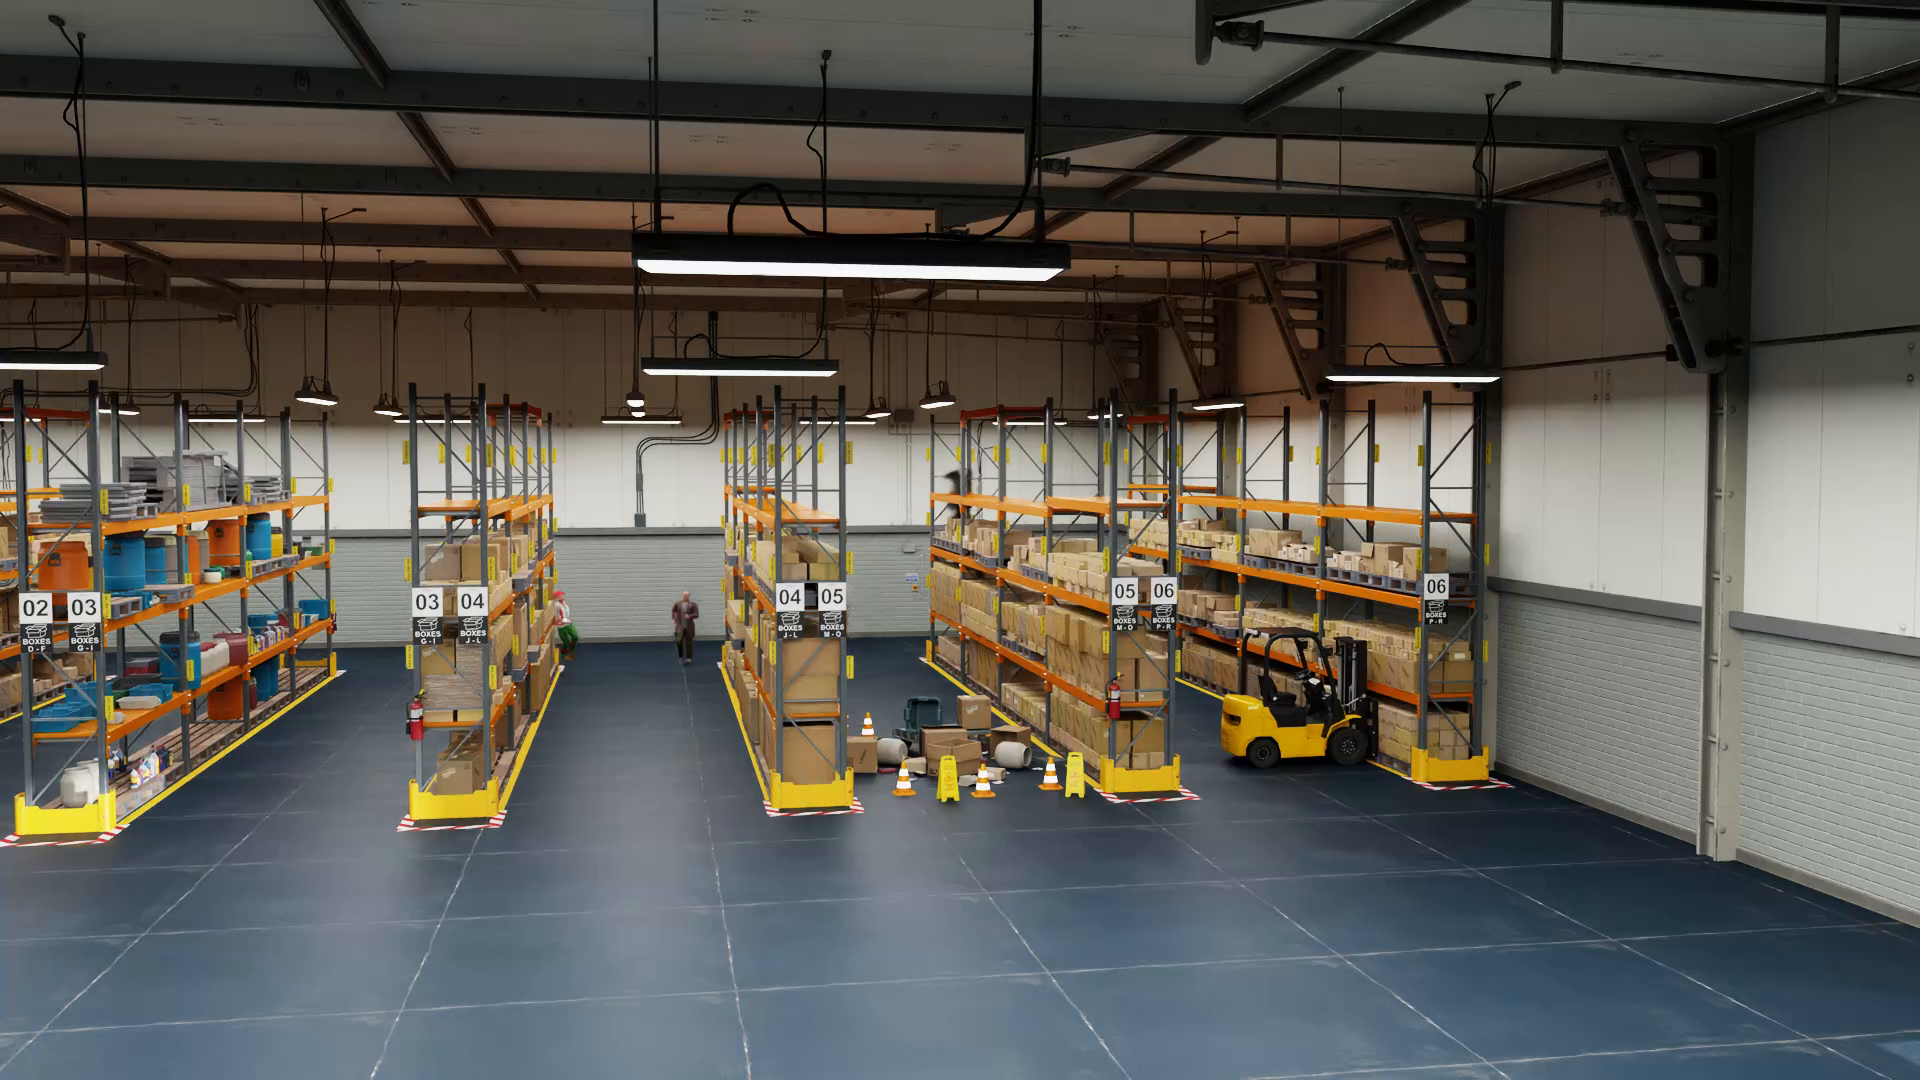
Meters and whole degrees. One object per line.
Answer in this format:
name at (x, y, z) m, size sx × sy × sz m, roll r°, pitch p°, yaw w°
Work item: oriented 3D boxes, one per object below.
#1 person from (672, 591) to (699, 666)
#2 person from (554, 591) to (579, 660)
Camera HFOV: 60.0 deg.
person at (-6.579, 2.152, 39.712) m, size 0.695 × 1.704 × 0.759 m, roll 0°, pitch 3°, yaw 1°
person at (-9.586, 2.079, 40.315) m, size 0.635 × 1.715 × 0.661 m, roll 2°, pitch 4°, yaw 37°
